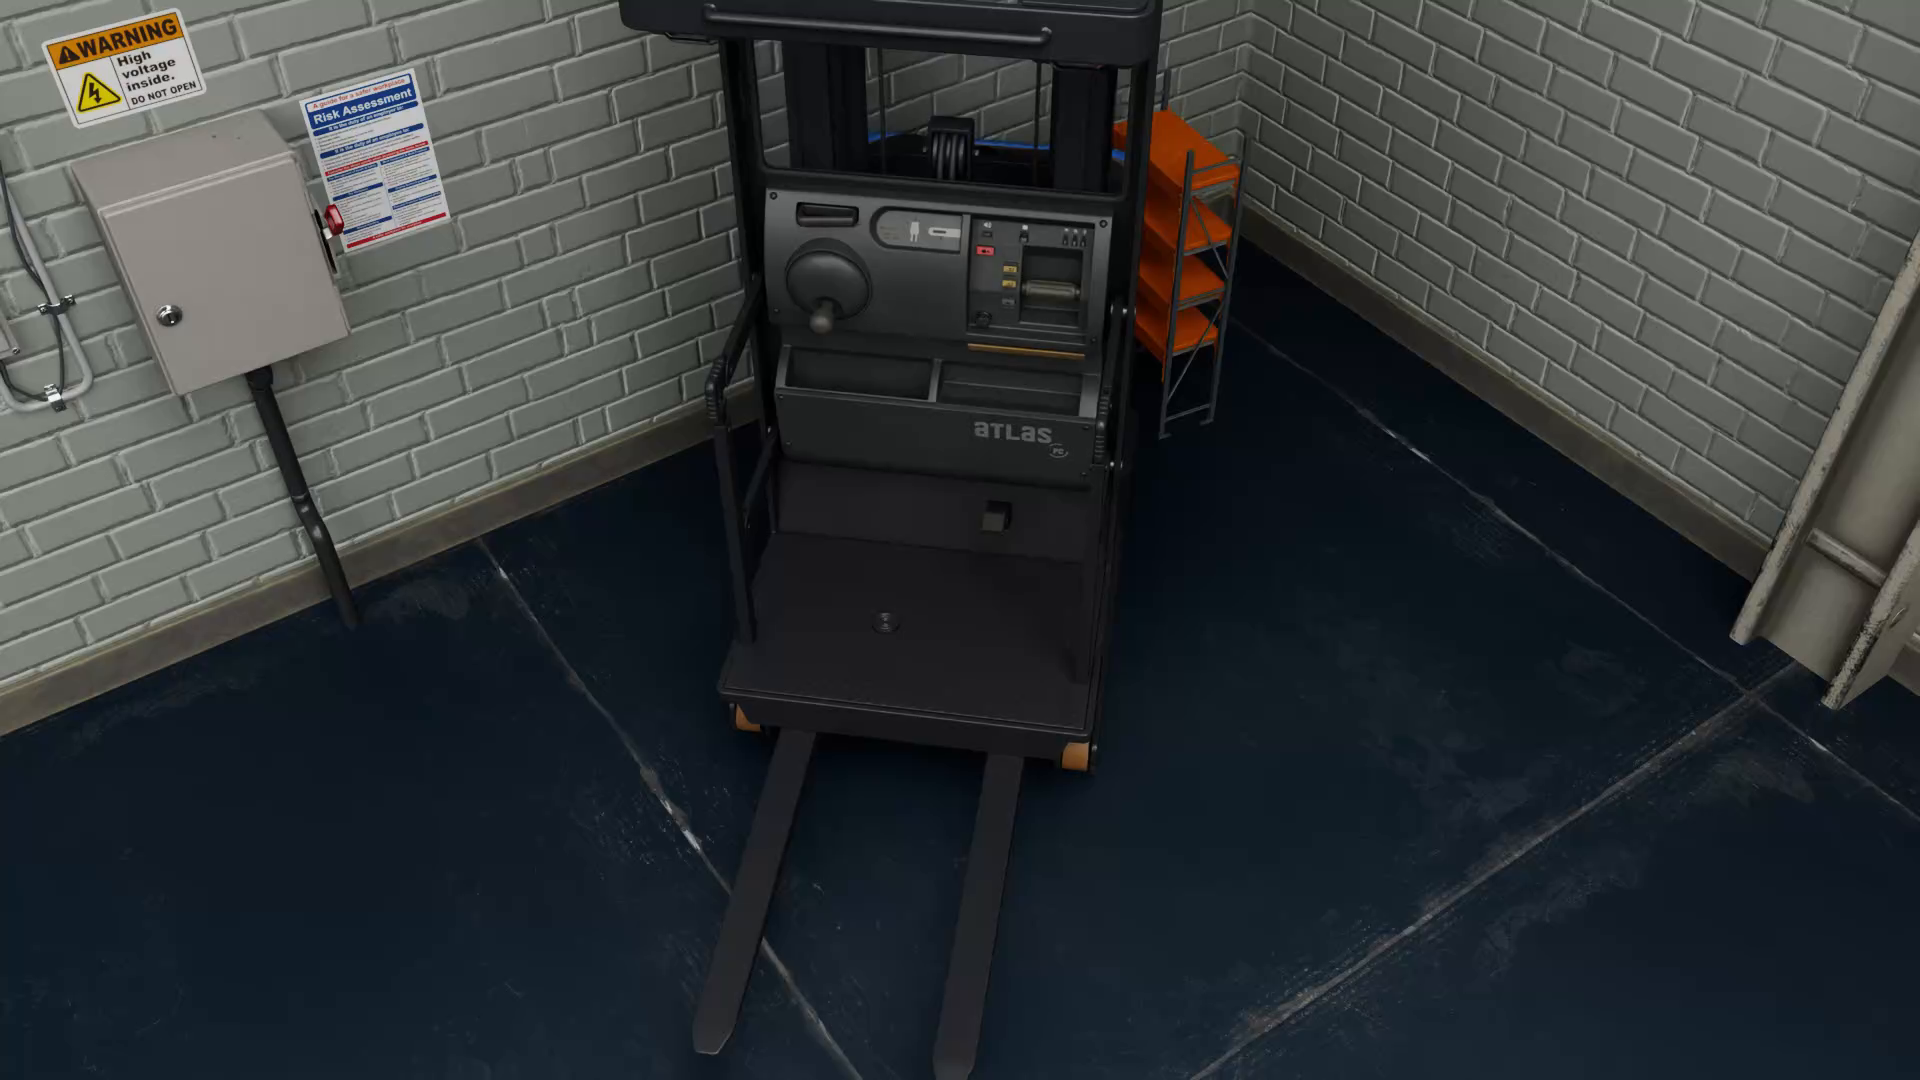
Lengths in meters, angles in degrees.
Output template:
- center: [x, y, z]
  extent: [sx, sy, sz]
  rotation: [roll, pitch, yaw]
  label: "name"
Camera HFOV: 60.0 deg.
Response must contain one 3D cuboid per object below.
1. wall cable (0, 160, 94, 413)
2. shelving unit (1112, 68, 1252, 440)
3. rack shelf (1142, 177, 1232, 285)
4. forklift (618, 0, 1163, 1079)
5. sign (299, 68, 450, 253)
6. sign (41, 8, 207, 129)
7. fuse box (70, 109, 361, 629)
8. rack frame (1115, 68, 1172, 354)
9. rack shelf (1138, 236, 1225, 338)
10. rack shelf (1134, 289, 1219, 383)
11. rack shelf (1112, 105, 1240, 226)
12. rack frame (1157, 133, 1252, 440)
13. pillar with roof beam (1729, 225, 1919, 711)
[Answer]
- center: [-2.610, -0.995, 3.885]
  extent: [0.588, 1.984, 0.122]
  rotation: [-26, 49, -24]
  label: "wall cable"
- center: [0.726, -0.994, 5.923]
  extent: [0.258, 1.200, 0.503]
  rotation: [-19, 47, -19]
  label: "shelving unit"
- center: [0.726, -1.107, 5.815]
  extent: [0.258, 0.148, 0.480]
  rotation: [-19, 47, -19]
  label: "rack shelf"
- center: [-0.096, -0.634, 4.291]
  extent: [1.130, 2.935, 3.031]
  rotation: [6, 44, 6]
  label: "forklift"
- center: [-1.674, -1.086, 4.784]
  extent: [0.329, 0.494, 0.001]
  rotation: [-26, 49, -24]
  label: "sign"
- center: [-2.124, -1.202, 4.239]
  extent: [0.339, 0.242, 0.001]
  rotation: [-26, 49, -24]
  label: "sign"
- center: [-1.960, -0.342, 4.869]
  extent: [0.539, 1.711, 0.414]
  rotation: [-26, 49, -24]
  label: "fuse box"
- center: [0.616, -1.144, 6.080]
  extent: [0.240, 1.200, 0.015]
  rotation: [-19, 47, -19]
  label: "rack frame"
- center: [0.726, -0.946, 5.969]
  extent: [0.258, 0.148, 0.480]
  rotation: [-19, 47, -19]
  label: "rack shelf"
- center: [0.726, -0.802, 6.106]
  extent: [0.258, 0.148, 0.480]
  rotation: [-19, 47, -19]
  label: "rack shelf"
- center: [0.726, -1.278, 5.651]
  extent: [0.258, 0.148, 0.480]
  rotation: [-19, 47, -19]
  label: "rack shelf"
- center: [0.836, -0.844, 5.765]
  extent: [0.240, 1.200, 0.015]
  rotation: [-19, 47, -19]
  label: "rack frame"
- center: [-0.787, -1.192, 0.482]
  extent: [9.100, 9.000, 0.400]
  rotation: [-26, 49, -24]
  label: "pillar with roof beam"
